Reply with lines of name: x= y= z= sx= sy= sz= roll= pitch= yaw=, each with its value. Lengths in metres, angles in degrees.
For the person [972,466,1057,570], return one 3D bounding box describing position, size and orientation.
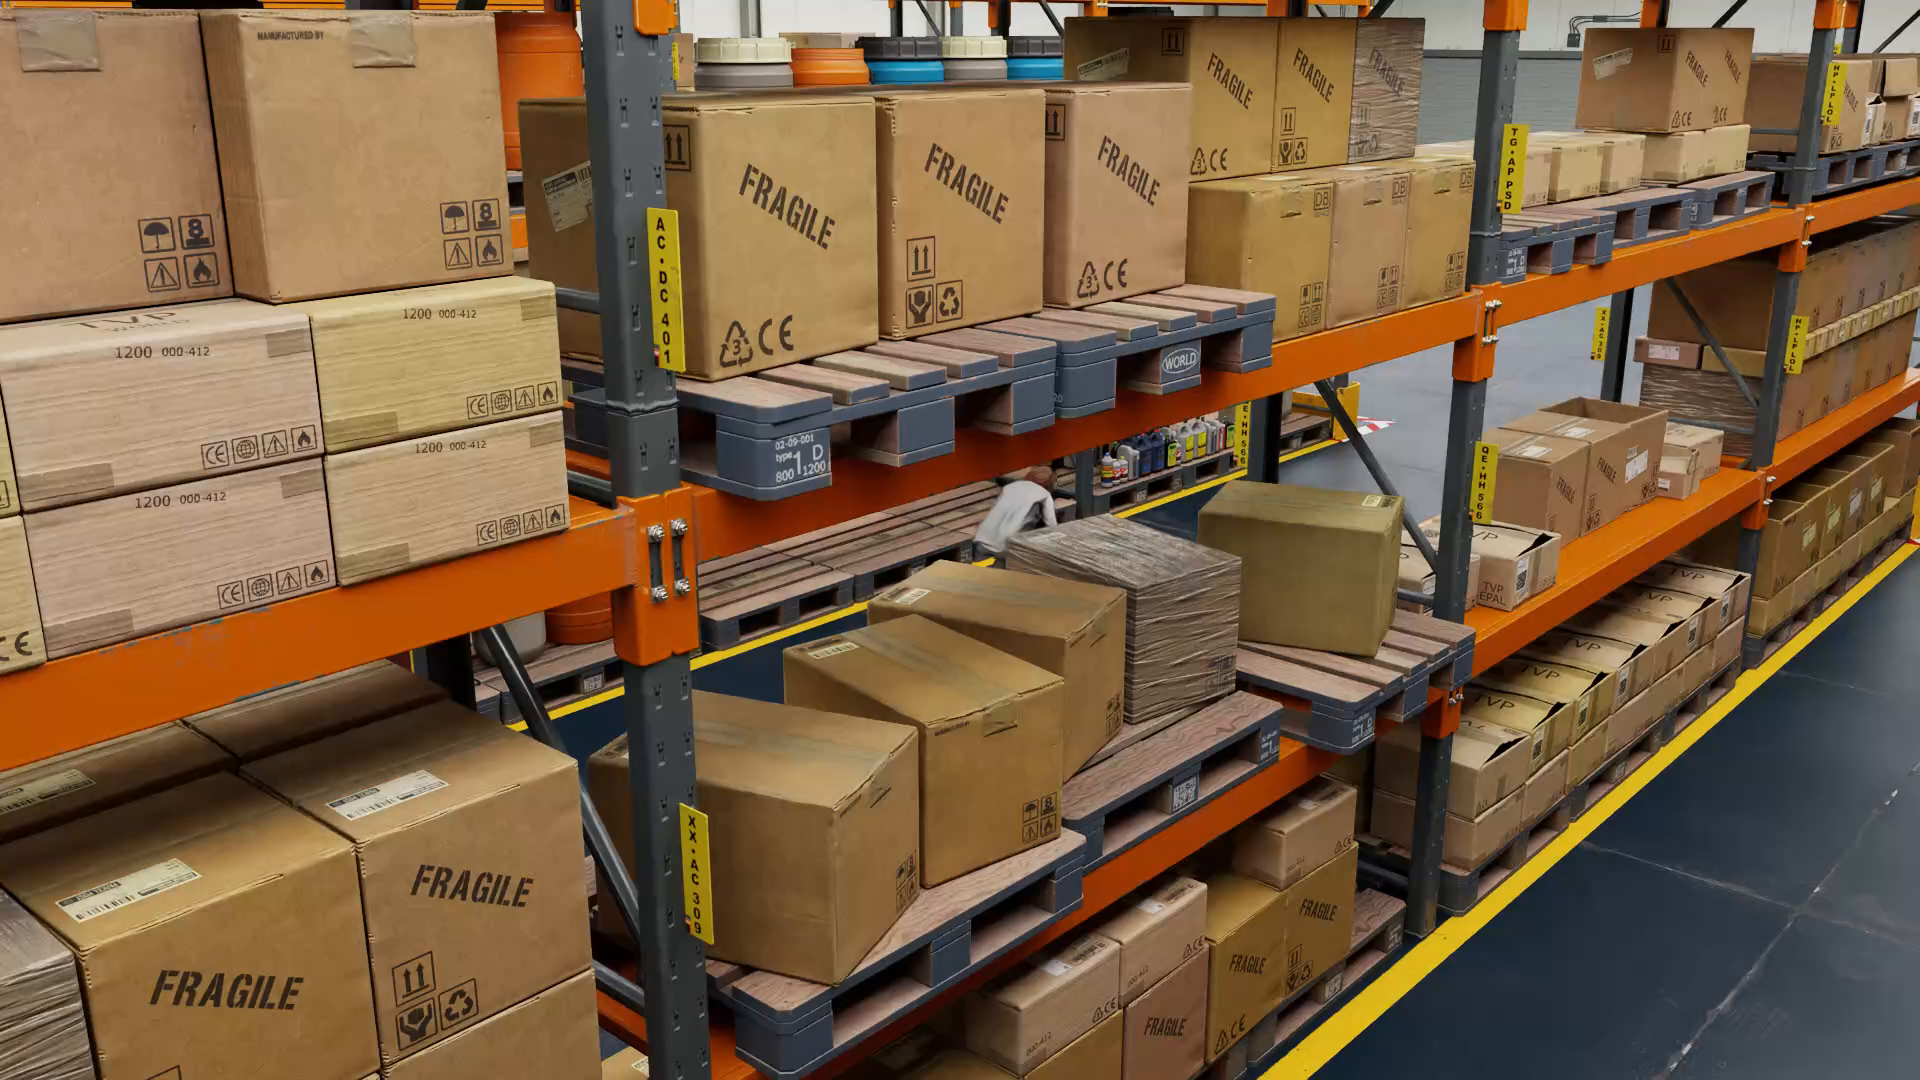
person: x=0.396 y=-0.007 z=11.302 sx=0.441 sy=0.879 sz=0.794 roll=15 pitch=22 yaw=39
